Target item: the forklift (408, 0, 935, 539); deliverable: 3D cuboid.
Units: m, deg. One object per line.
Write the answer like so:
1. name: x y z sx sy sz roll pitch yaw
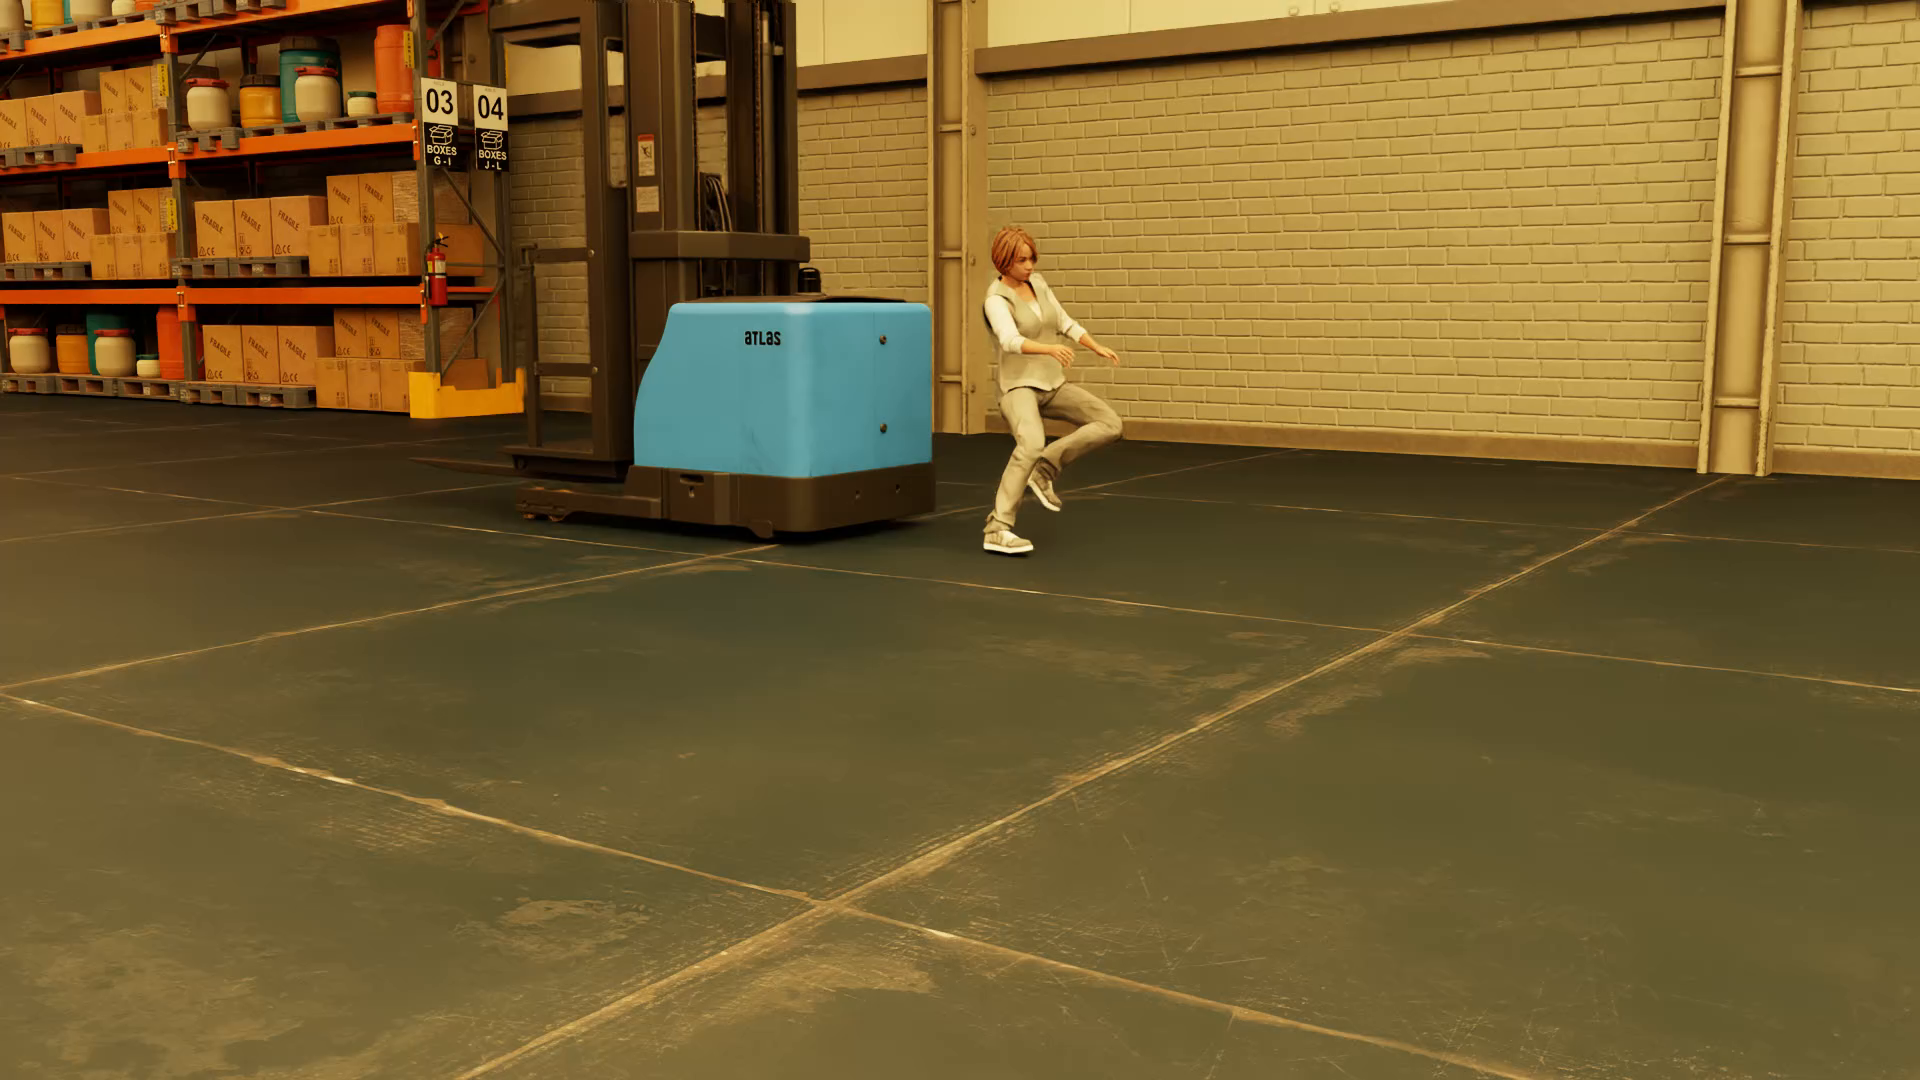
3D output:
1. forklift: -1.616 -1.592 8.389 3.031 2.935 1.130 6 10 35

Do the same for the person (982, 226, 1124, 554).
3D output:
1. person: 0.401 -0.670 7.323 0.720 1.393 0.698 -8 11 -43
